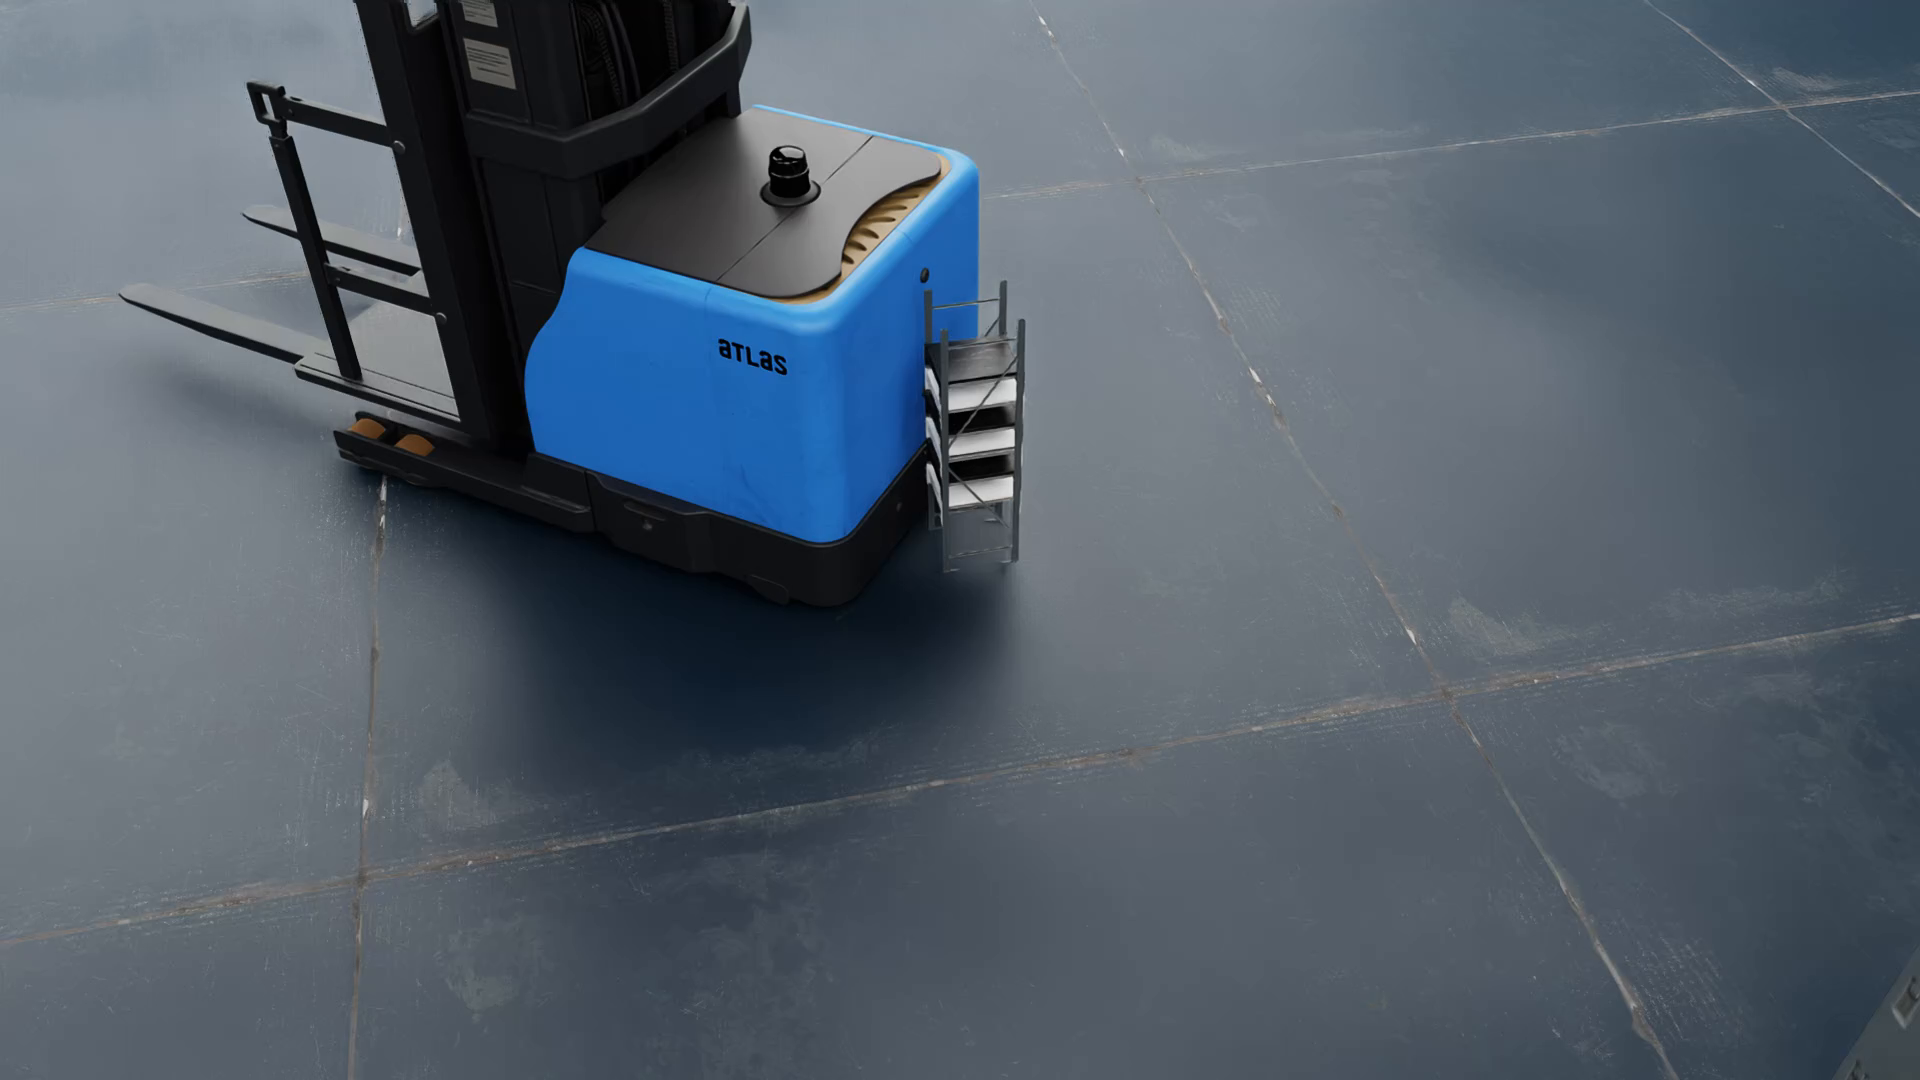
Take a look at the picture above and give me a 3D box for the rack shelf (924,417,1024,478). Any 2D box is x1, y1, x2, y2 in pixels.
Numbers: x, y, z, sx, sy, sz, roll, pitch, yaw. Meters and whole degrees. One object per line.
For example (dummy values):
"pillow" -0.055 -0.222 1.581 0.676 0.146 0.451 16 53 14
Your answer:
"rack shelf" 0.040 -0.294 4.954 0.258 0.077 0.200 -9 42 -10

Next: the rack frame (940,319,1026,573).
"rack frame" 0.064 -0.254 4.858 0.240 0.900 0.006 -9 42 -10

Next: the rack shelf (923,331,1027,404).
"rack shelf" 0.040 -0.496 4.775 0.258 0.077 0.200 -9 42 -10

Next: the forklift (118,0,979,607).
"forklift" -1.484 -1.571 4.812 3.031 2.935 1.130 18 45 19

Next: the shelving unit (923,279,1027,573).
"shelving unit" 0.040 -0.319 4.932 0.258 0.900 0.210 -9 42 -10

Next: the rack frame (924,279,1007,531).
"rack frame" 0.017 -0.385 5.006 0.240 0.900 0.006 -9 42 -10

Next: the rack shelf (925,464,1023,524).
"rack shelf" 0.040 -0.160 5.073 0.258 0.077 0.200 -9 42 -10

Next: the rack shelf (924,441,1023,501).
"rack shelf" 0.040 -0.227 5.014 0.258 0.077 0.200 -9 42 -10

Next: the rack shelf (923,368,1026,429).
"rack shelf" 0.040 -0.429 4.834 0.258 0.077 0.200 -9 42 -10

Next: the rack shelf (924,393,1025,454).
"rack shelf" 0.040 -0.362 4.894 0.258 0.077 0.200 -9 42 -10
